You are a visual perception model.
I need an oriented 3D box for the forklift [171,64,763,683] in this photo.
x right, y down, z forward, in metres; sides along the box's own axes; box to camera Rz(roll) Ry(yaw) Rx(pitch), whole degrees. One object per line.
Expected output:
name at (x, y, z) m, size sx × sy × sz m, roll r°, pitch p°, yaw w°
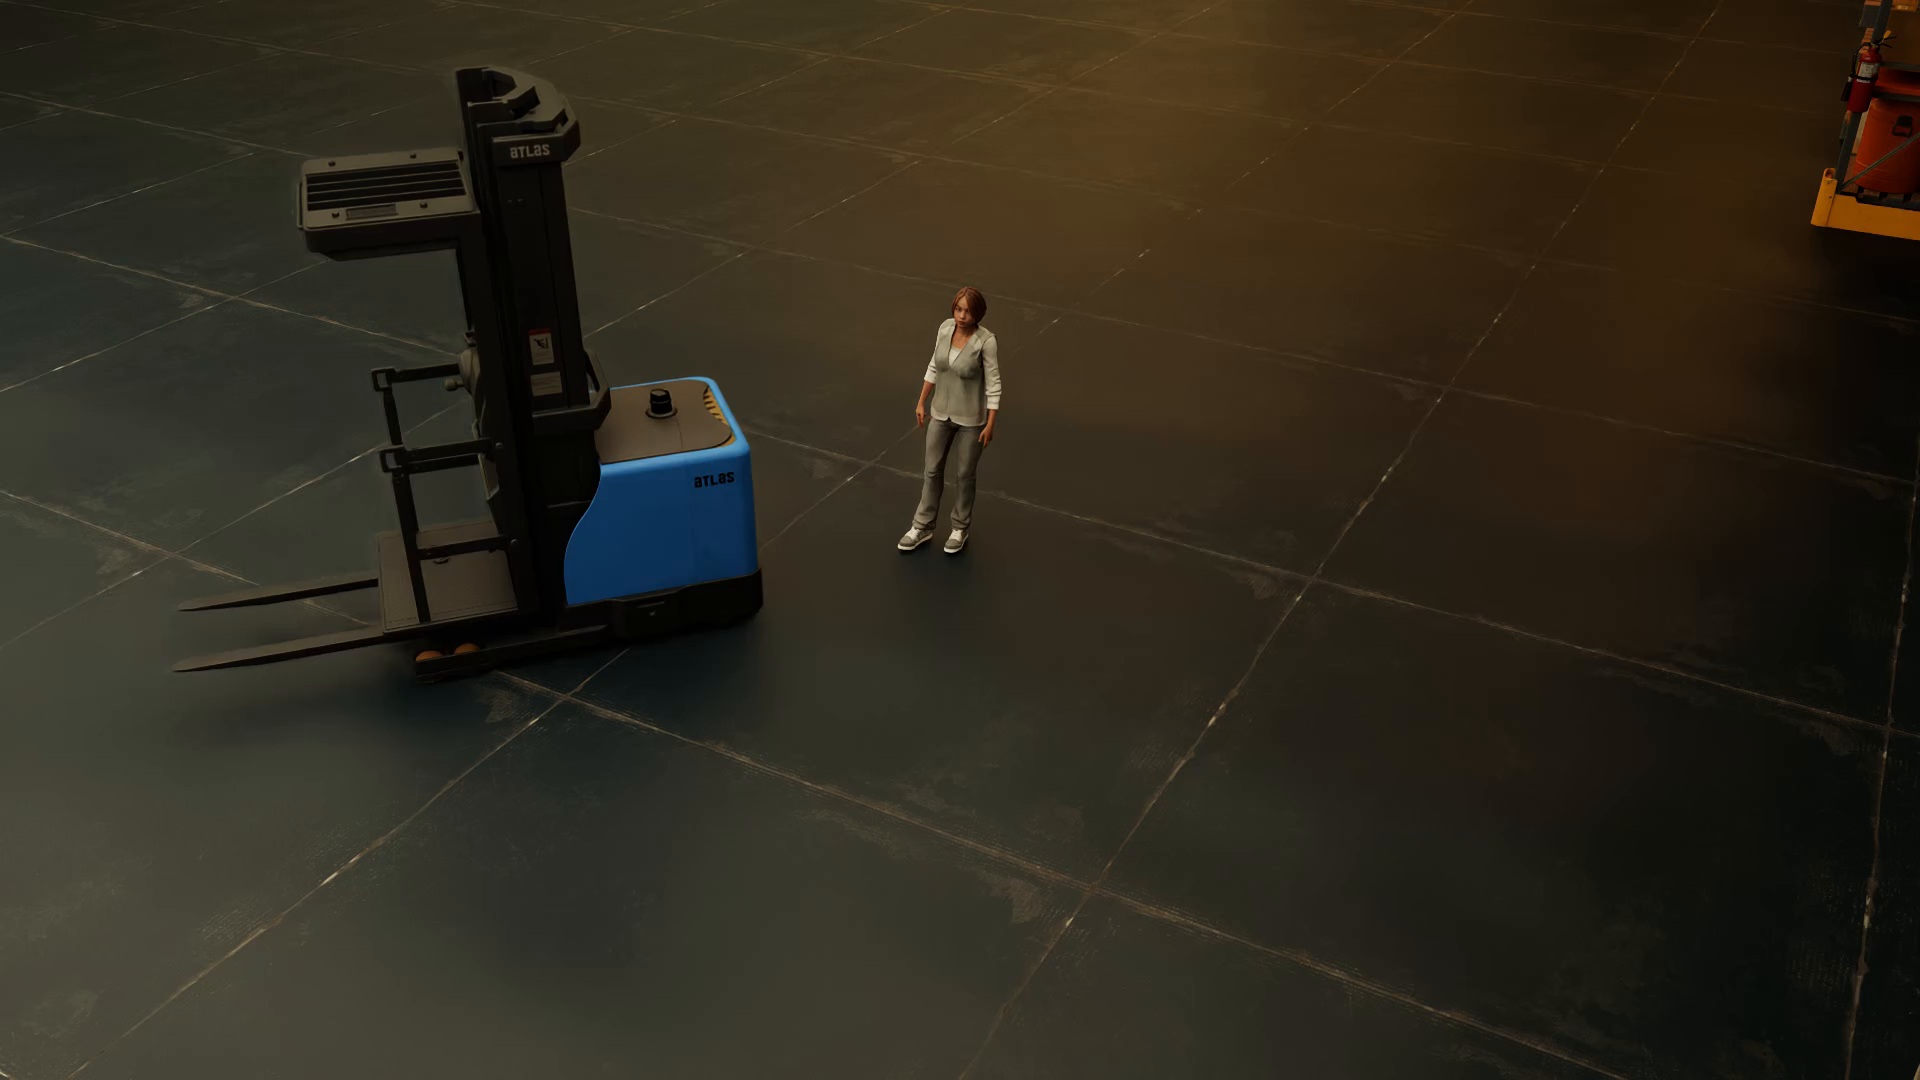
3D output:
forklift at (-2.667, -0.820, 8.491) m, size 3.031 × 2.935 × 1.130 m, roll -10°, pitch 31°, yaw -17°

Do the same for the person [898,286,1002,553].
person at (-0.048, -0.669, 9.550) m, size 0.519 × 1.598 × 0.474 m, roll 15°, pitch 33°, yaw 25°
